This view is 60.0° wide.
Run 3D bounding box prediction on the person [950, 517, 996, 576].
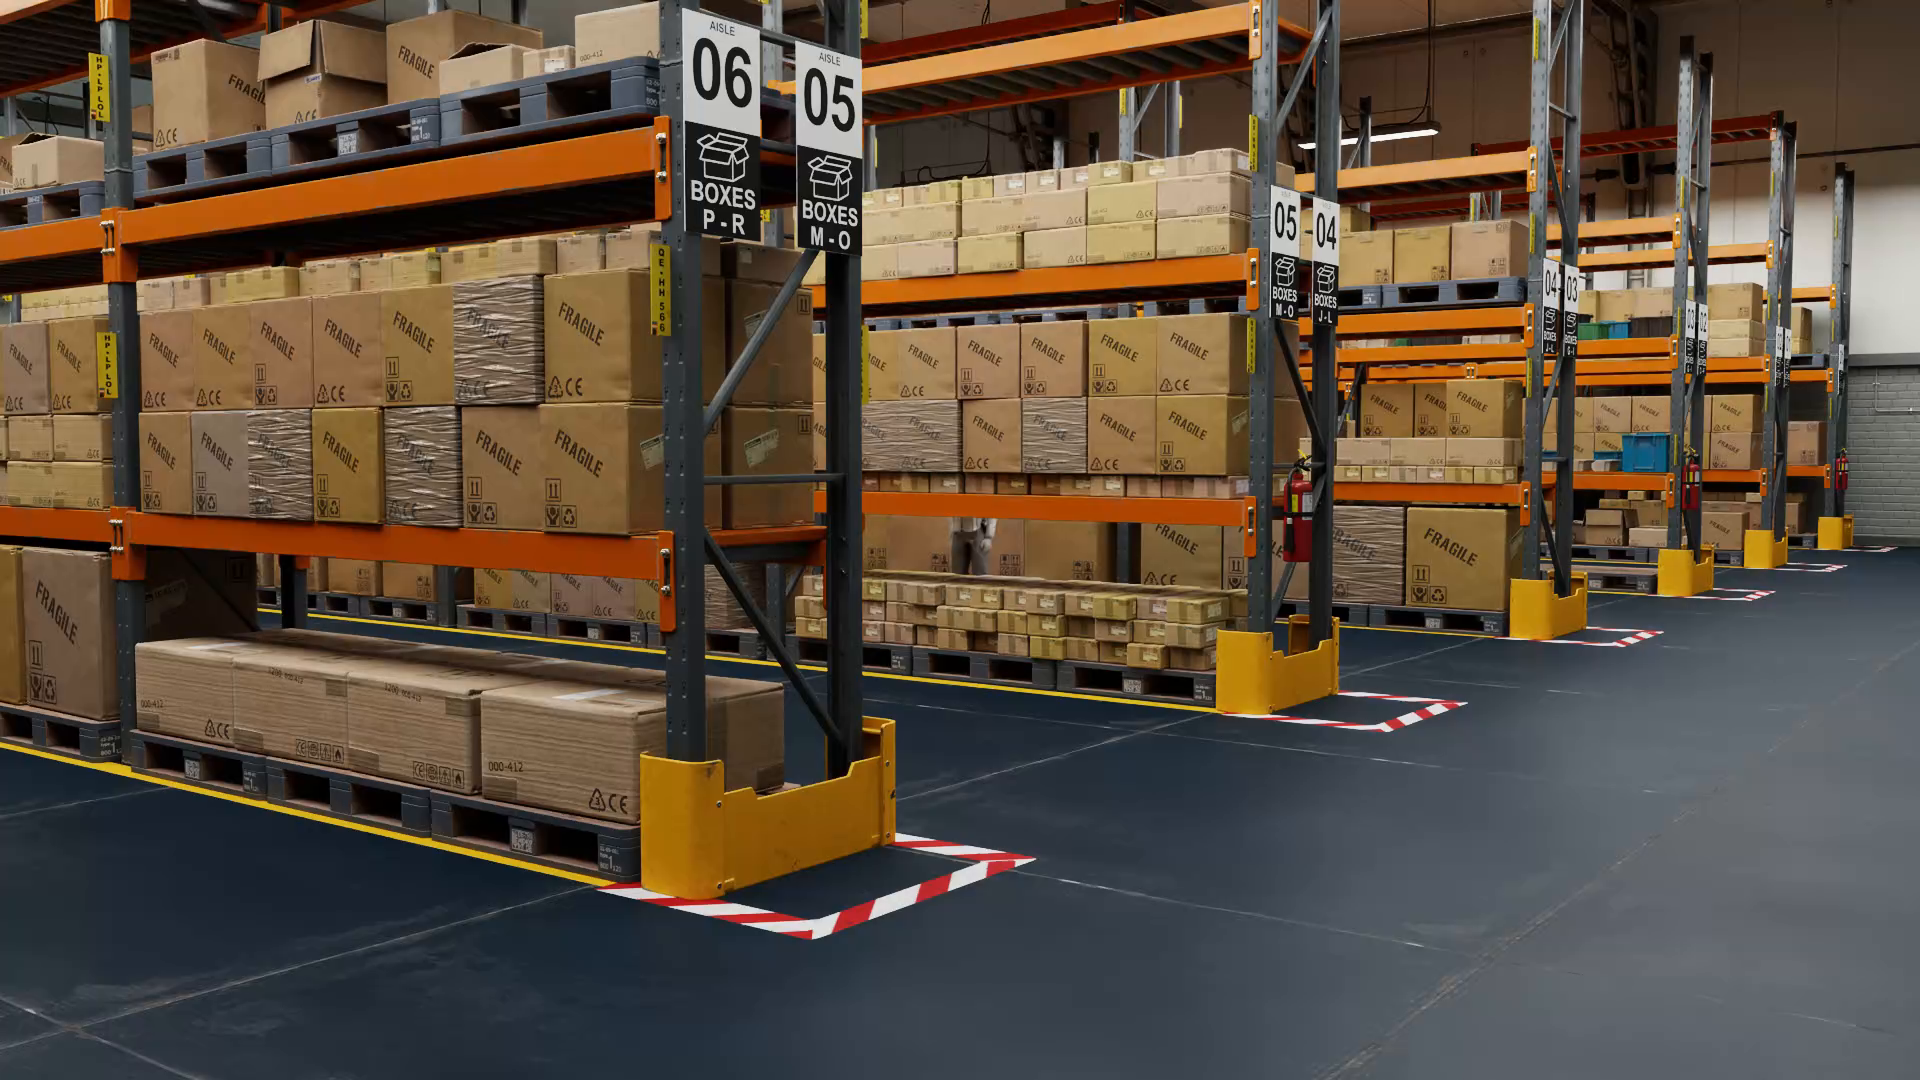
[{"bbox_3d":[0.103,-0.025,14.478,0.466,1.677,0.337,3,4,37],"label":"person"}]
